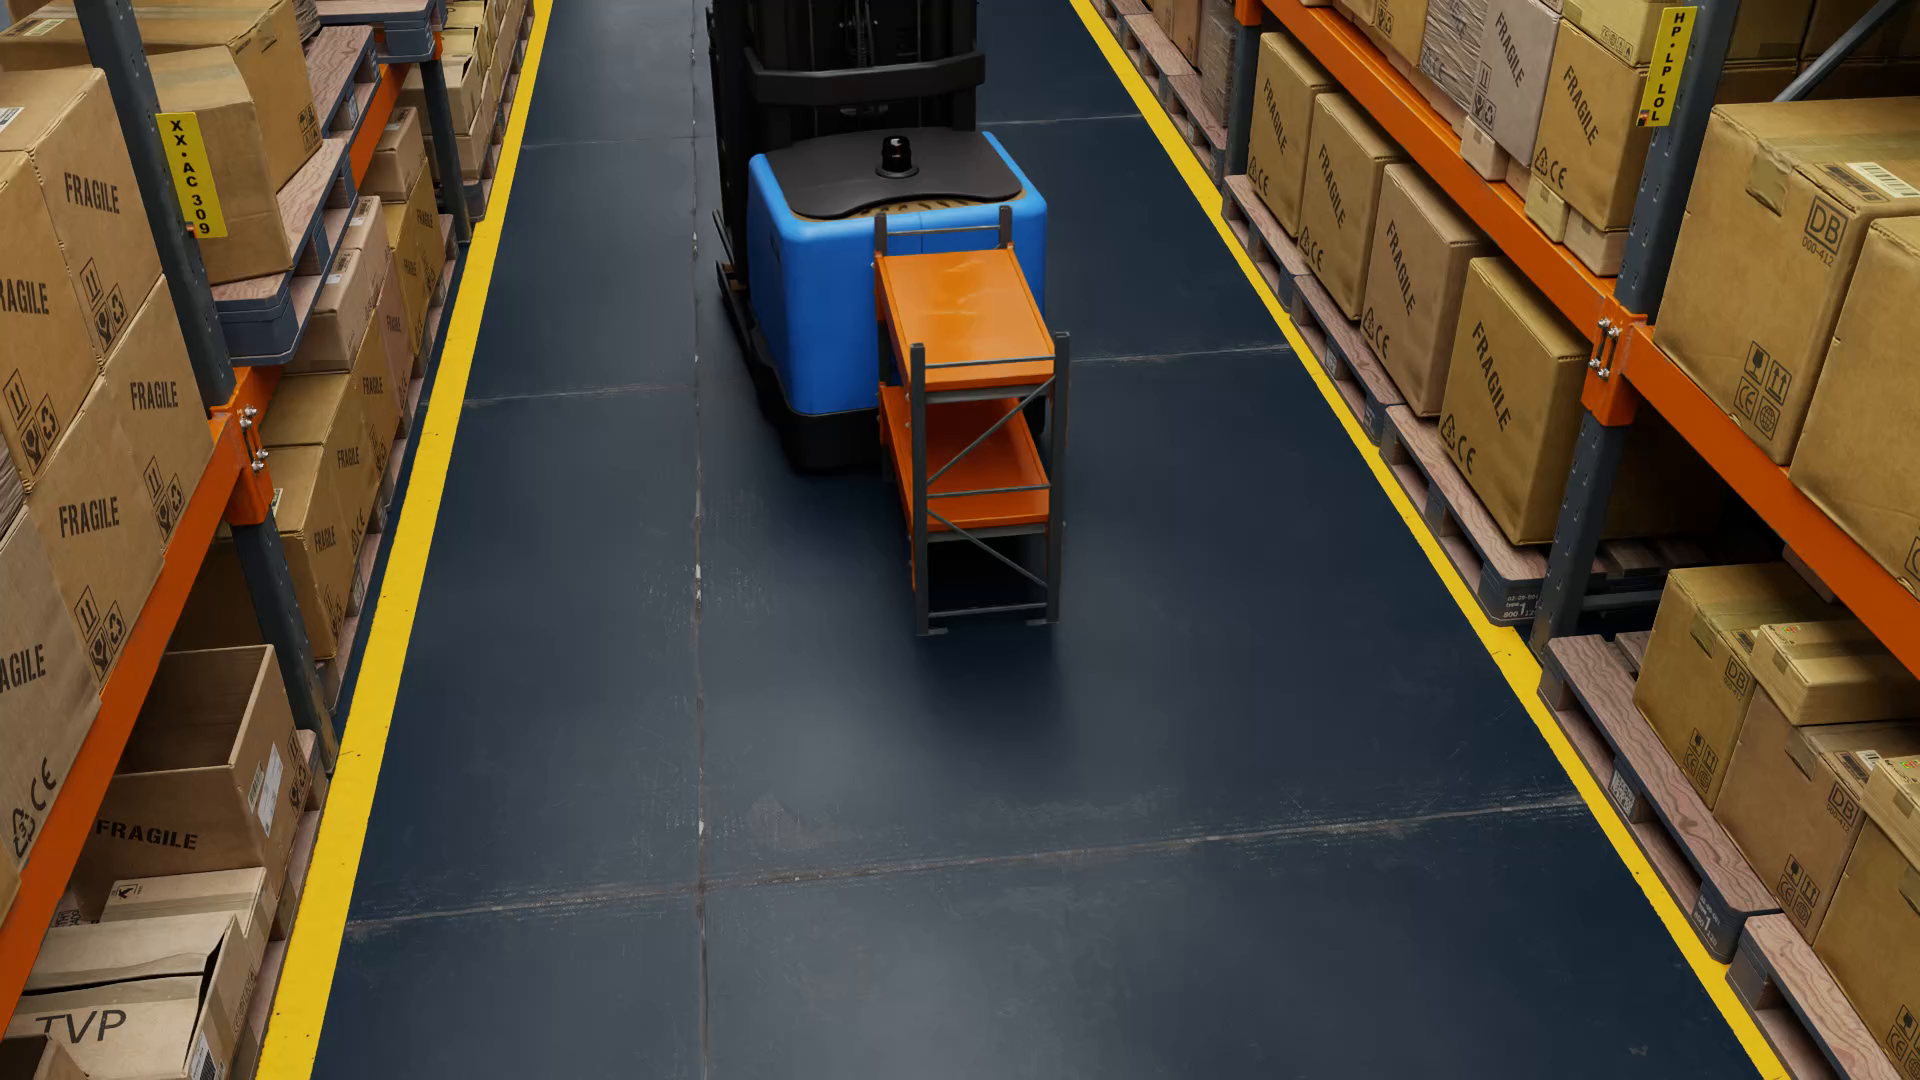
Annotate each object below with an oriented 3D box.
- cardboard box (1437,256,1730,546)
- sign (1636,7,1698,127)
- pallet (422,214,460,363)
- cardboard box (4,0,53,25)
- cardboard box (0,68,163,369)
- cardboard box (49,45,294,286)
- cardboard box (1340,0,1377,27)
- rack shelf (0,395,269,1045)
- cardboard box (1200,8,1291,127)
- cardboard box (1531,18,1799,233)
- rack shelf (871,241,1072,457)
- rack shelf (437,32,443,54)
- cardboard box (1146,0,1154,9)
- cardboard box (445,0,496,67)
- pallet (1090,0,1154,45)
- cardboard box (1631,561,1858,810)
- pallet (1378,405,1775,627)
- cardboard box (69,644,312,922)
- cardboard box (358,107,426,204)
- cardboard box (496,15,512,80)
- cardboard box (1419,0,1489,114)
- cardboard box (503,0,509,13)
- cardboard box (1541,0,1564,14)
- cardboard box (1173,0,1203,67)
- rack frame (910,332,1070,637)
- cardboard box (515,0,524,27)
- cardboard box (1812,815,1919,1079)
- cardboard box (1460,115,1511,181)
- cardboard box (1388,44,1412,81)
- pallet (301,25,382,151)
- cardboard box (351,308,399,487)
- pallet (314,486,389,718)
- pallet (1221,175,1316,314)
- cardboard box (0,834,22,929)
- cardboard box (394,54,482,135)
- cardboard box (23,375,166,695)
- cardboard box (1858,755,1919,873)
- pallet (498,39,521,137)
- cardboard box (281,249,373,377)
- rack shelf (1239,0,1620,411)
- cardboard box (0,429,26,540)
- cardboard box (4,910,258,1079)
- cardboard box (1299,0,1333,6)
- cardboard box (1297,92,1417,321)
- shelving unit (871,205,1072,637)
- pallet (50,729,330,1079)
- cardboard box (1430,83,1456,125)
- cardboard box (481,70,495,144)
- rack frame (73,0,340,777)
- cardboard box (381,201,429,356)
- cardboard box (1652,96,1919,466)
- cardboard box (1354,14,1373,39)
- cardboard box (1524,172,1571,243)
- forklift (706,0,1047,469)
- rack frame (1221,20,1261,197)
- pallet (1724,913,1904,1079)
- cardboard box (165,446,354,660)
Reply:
[{"bbox_3d":[2.237,-0.518,5.882,0.750,0.750,0.750,-4,34,-6],"label":"cardboard box"},{"bbox_3d":[1.917,-1.279,4.506,0.100,0.325,0.005,-4,35,-6],"label":"sign"},{"bbox_3d":[-2.930,-1.163,7.769,1.003,0.211,1.213,-4,35,-6],"label":"pallet"},{"bbox_3d":[-2.753,-1.699,5.617,0.700,0.500,0.500,-13,36,-18],"label":"cardboard box"},{"bbox_3d":[-2.130,-0.695,3.629,0.500,0.500,0.500,-4,34,-6],"label":"cardboard box"},{"bbox_3d":[-2.297,-0.999,4.590,0.700,0.500,0.500,-16,37,-22],"label":"cardboard box"},{"bbox_3d":[1.854,-2.424,6.773,0.500,0.500,0.500,-5,35,-7],"label":"cardboard box"},{"bbox_3d":[-2.186,0.911,2.889,1.077,0.370,4.000,-4,35,-6],"label":"rack shelf"},{"bbox_3d":[1.767,-2.659,9.317,0.700,0.500,0.500,-4,34,-6],"label":"cardboard box"},{"bbox_3d":[2.142,-1.291,5.110,0.500,0.500,0.500,-5,35,-7],"label":"cardboard box"},{"bbox_3d":[0.017,-0.682,5.733,0.538,0.278,1.000,-5,35,-7],"label":"rack shelf"},{"bbox_3d":[-3.262,-3.554,9.440,1.077,0.370,4.000,-4,35,-6],"label":"rack shelf"},{"bbox_3d":[1.612,-3.799,10.990,0.700,0.500,0.500,-5,35,-7],"label":"cardboard box"},{"bbox_3d":[-2.917,-2.896,9.406,0.500,0.311,0.500,-5,35,-8],"label":"cardboard box"},{"bbox_3d":[1.484,-3.758,11.576,1.003,0.211,1.213,-4,35,-6],"label":"pallet"},{"bbox_3d":[2.452,0.405,4.840,0.700,0.500,0.500,-4,34,-6],"label":"cardboard box"},{"bbox_3d":[2.275,-0.152,6.286,1.003,0.211,1.213,-4,35,-6],"label":"pallet"},{"bbox_3d":[-2.097,0.645,4.469,0.500,0.500,0.500,-4,35,-6],"label":"cardboard box"},{"bbox_3d":[-2.623,-1.658,7.183,0.500,0.250,0.500,-3,34,-5],"label":"cardboard box"},{"bbox_3d":[-2.985,-2.943,9.973,0.500,0.250,0.500,-4,34,-5],"label":"cardboard box"},{"bbox_3d":[2.004,-1.856,5.939,0.500,0.500,0.500,-4,35,-6],"label":"cardboard box"},{"bbox_3d":[-3.051,-3.463,10.239,0.500,0.311,0.500,-4,35,-7],"label":"cardboard box"},{"bbox_3d":[2.078,-1.890,5.323,0.500,0.250,0.500,-4,34,-5],"label":"cardboard box"},{"bbox_3d":[1.718,-3.230,10.155,0.700,0.500,0.500,-5,35,-7],"label":"cardboard box"},{"bbox_3d":[0.094,-0.158,5.482,0.500,1.125,0.032,-5,35,-7],"label":"rack frame"},{"bbox_3d":[-3.121,-3.512,10.809,0.500,0.250,0.500,-5,35,-7],"label":"cardboard box"},{"bbox_3d":[2.584,0.972,4.007,0.700,0.500,0.500,-4,34,-5],"label":"cardboard box"},{"bbox_3d":[1.986,-1.382,5.819,0.380,0.149,0.250,-4,35,-6],"label":"cardboard box"},{"bbox_3d":[1.947,-1.960,6.668,0.380,0.149,0.250,-4,34,-6],"label":"cardboard box"},{"bbox_3d":[-2.727,-1.571,6.061,1.003,0.211,1.213,-4,35,-6],"label":"pallet"},{"bbox_3d":[-2.421,-0.516,6.173,0.500,0.500,0.500,-4,34,-6],"label":"cardboard box"},{"bbox_3d":[-2.602,0.199,5.771,1.003,0.211,1.213,-4,35,-6],"label":"pallet"},{"bbox_3d":[1.947,-1.514,8.284,1.003,0.211,1.213,-4,35,-6],"label":"pallet"},{"bbox_3d":[-1.920,0.574,2.656,0.500,0.500,0.500,-4,34,-6],"label":"cardboard box"},{"bbox_3d":[-2.772,-2.318,8.559,0.500,0.311,0.500,-3,34,-5],"label":"cardboard box"},{"bbox_3d":[-2.063,0.003,3.493,0.500,0.500,0.500,-3,34,-5],"label":"cardboard box"},{"bbox_3d":[2.388,0.633,3.929,0.380,0.149,0.250,-5,35,-8],"label":"cardboard box"},{"bbox_3d":[-3.226,-2.724,10.060,1.003,0.211,1.213,-4,35,-6],"label":"pallet"},{"bbox_3d":[-2.413,-0.808,5.935,0.500,0.250,0.500,-4,35,-6],"label":"cardboard box"},{"bbox_3d":[2.184,-1.699,6.718,1.077,0.370,4.000,-4,35,-6],"label":"rack shelf"},{"bbox_3d":[-1.991,-0.128,2.797,0.500,0.500,0.500,-4,34,-6],"label":"cardboard box"},{"bbox_3d":[-1.996,1.142,3.908,0.500,0.311,0.500,-4,35,-6],"label":"cardboard box"},{"bbox_3d":[1.707,-2.519,7.488,0.380,0.149,0.250,-3,34,-5],"label":"cardboard box"},{"bbox_3d":[1.996,-1.488,7.305,0.750,0.750,0.750,-5,35,-7],"label":"cardboard box"},{"bbox_3d":[0.017,-0.441,5.898,0.538,1.125,1.048,-5,35,-7],"label":"shelving unit"},{"bbox_3d":[-2.363,1.033,4.547,1.003,0.211,1.213,-4,35,-6],"label":"pallet"},{"bbox_3d":[2.000,-1.664,6.233,0.380,0.149,0.250,-5,35,-8],"label":"cardboard box"},{"bbox_3d":[-2.841,-2.367,9.128,0.500,0.250,0.500,-5,35,-8],"label":"cardboard box"},{"bbox_3d":[-2.455,-0.503,4.324,1.000,3.000,0.127,-4,35,-6],"label":"rack frame"},{"bbox_3d":[-2.565,-1.091,7.016,0.500,0.500,0.500,-6,35,-8],"label":"cardboard box"},{"bbox_3d":[2.510,-0.700,4.347,0.980,0.700,0.700,-4,34,-6],"label":"cardboard box"},{"bbox_3d":[1.907,-2.244,7.085,0.380,0.149,0.250,-4,34,-5],"label":"cardboard box"},{"bbox_3d":[2.070,-1.091,5.392,0.380,0.149,0.250,-4,34,-5],"label":"cardboard box"},{"bbox_3d":[-0.534,-2.317,7.047,1.130,2.935,3.031,-9,35,-13],"label":"forklift"},{"bbox_3d":[1.915,-3.112,8.153,1.000,3.000,0.127,-4,35,-6],"label":"rack frame"},{"bbox_3d":[2.646,1.385,4.030,1.003,0.211,1.213,-4,35,-6],"label":"pallet"},{"bbox_3d":[-2.278,0.060,5.327,0.500,0.500,0.500,-6,35,-9],"label":"cardboard box"}]
